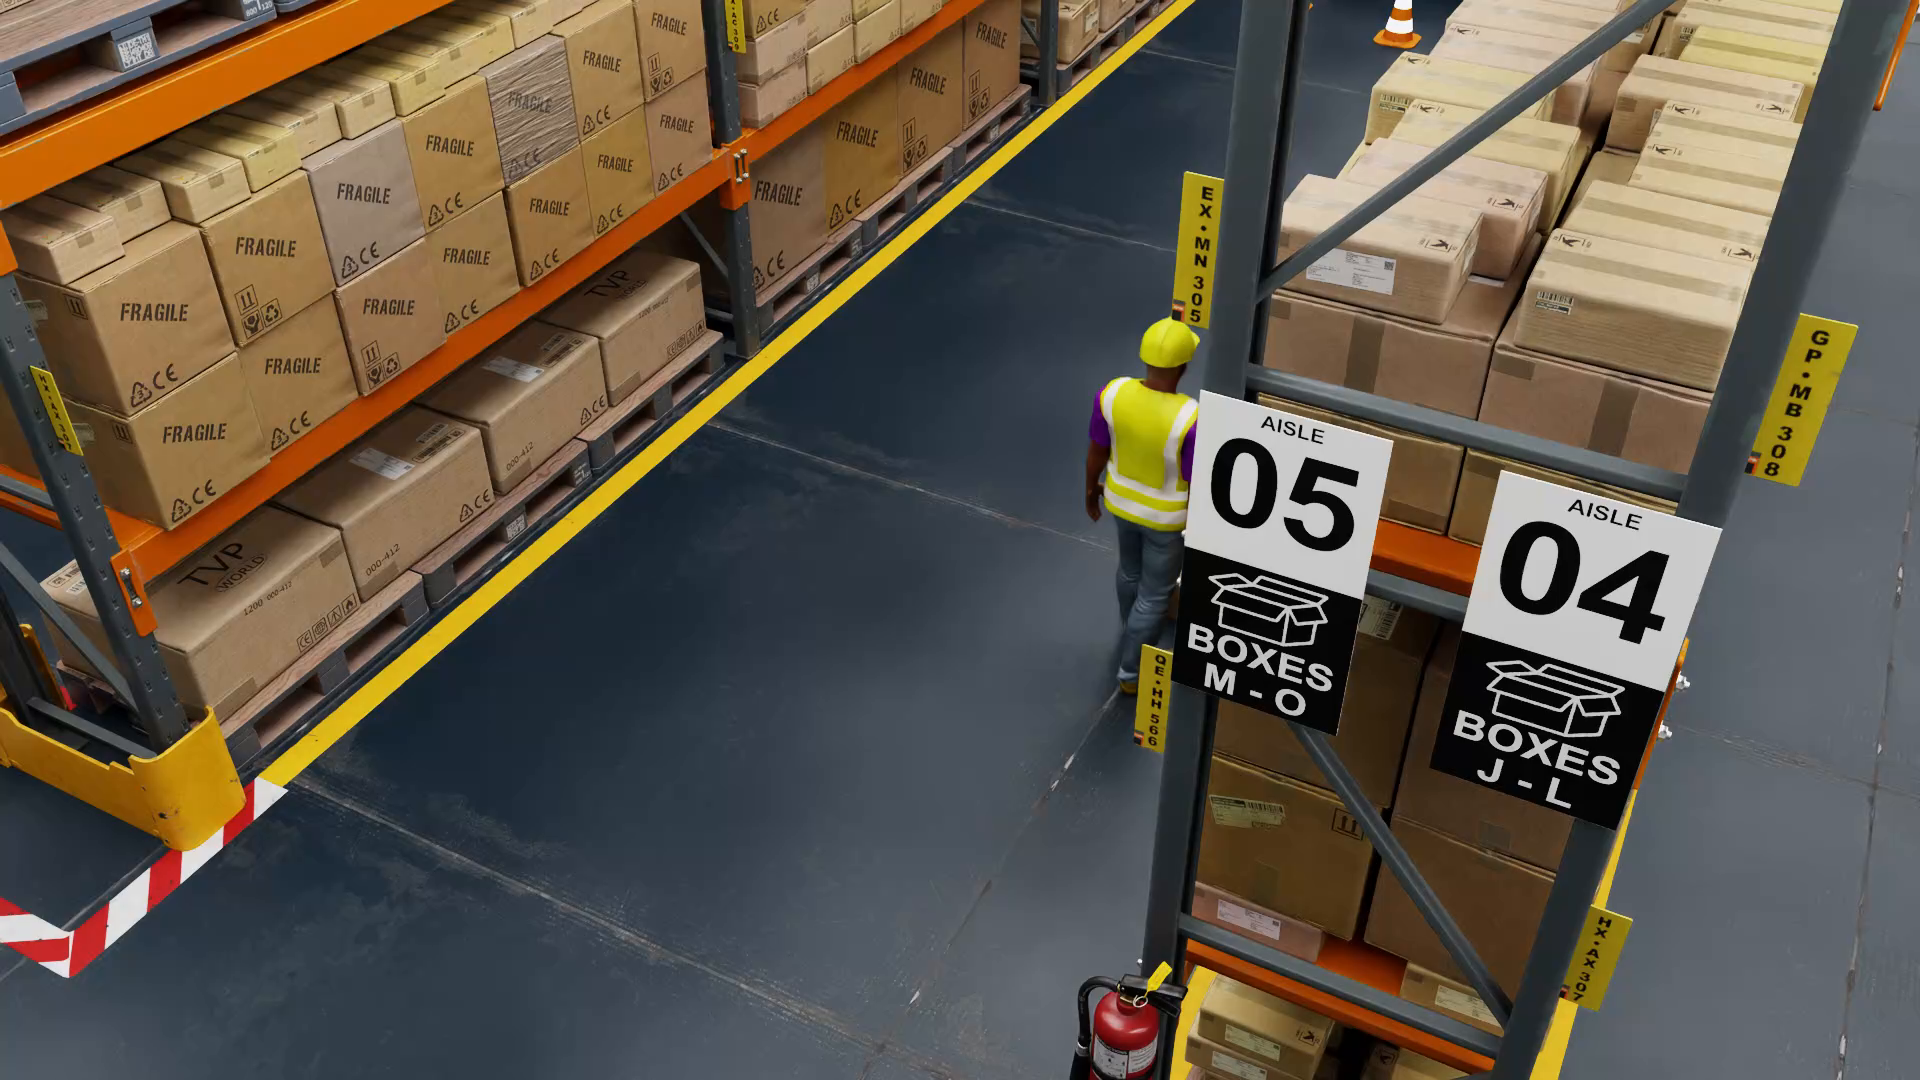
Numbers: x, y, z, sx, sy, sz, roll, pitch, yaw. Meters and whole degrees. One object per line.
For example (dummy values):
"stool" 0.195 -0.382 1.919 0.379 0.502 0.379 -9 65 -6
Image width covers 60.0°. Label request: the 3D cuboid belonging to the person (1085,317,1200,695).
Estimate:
"person" 0.853 -0.191 6.976 0.598 1.764 0.660 24 44 28
